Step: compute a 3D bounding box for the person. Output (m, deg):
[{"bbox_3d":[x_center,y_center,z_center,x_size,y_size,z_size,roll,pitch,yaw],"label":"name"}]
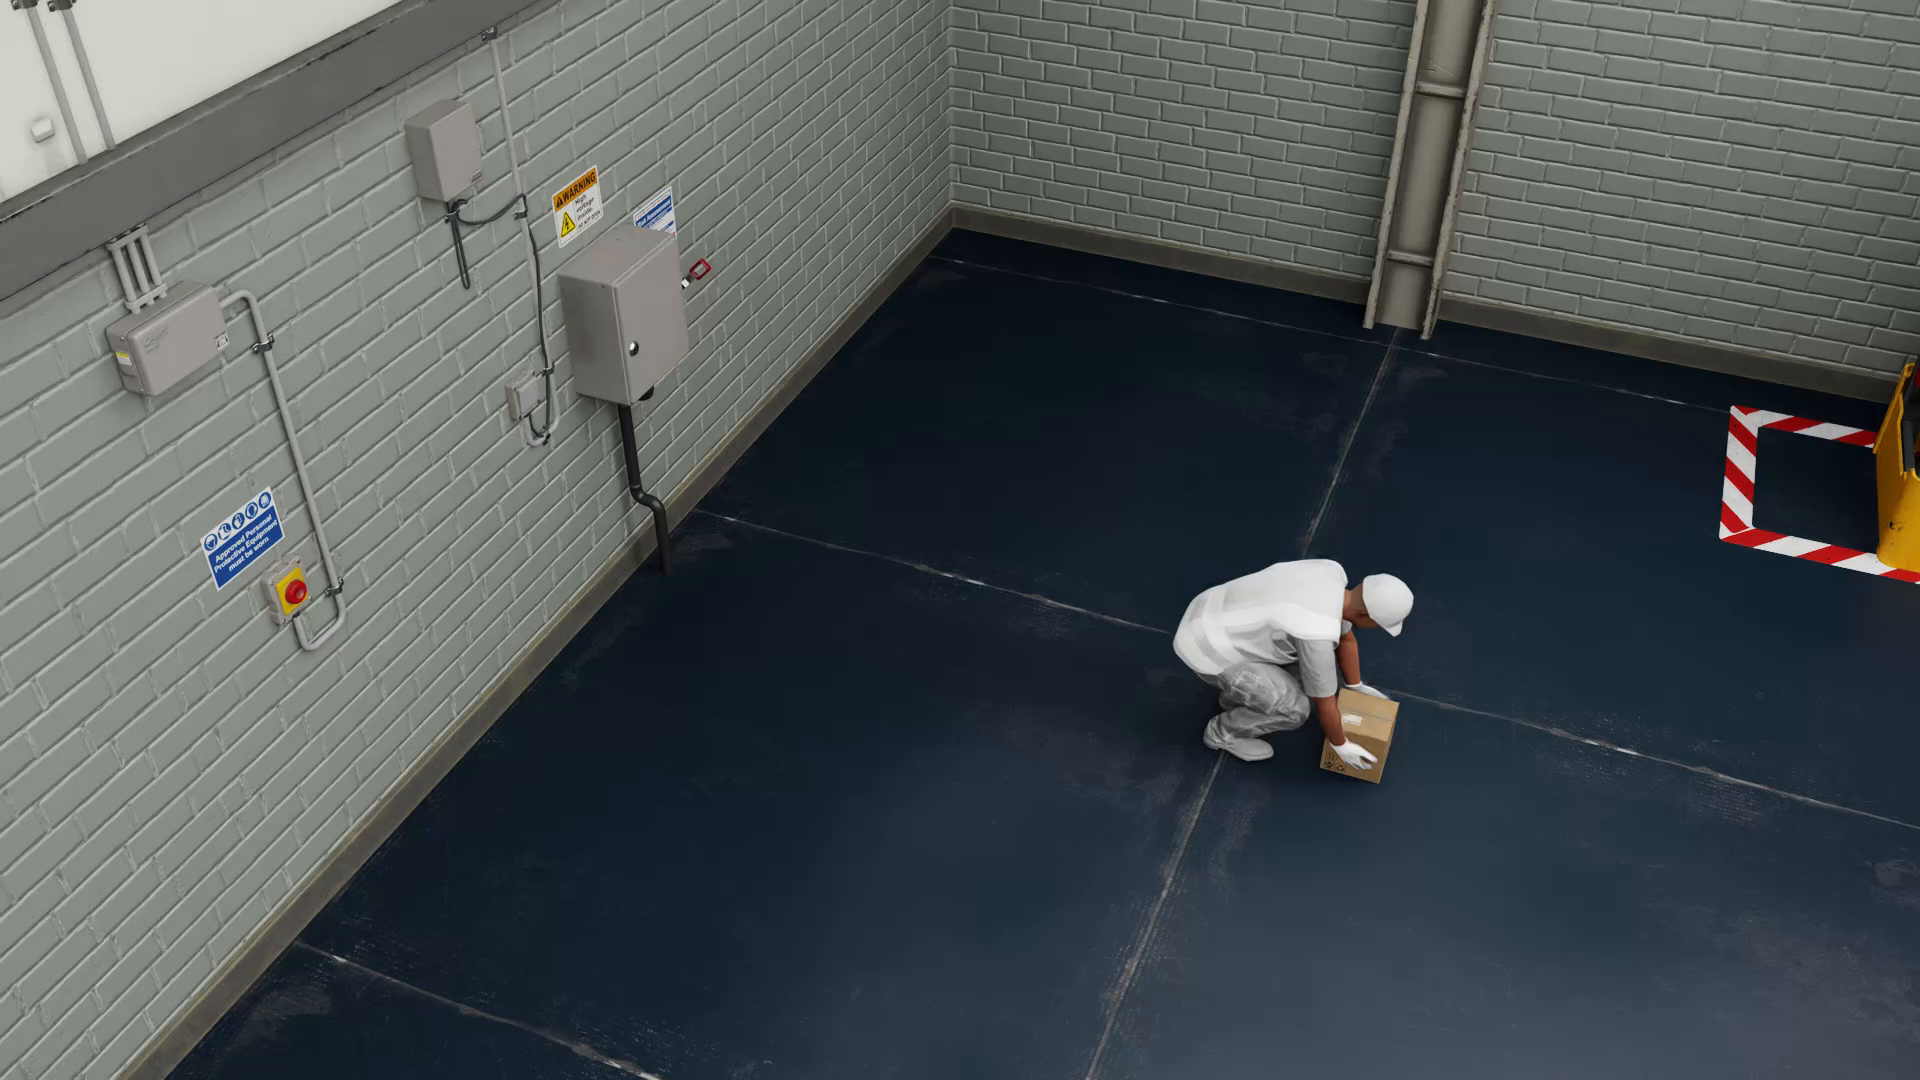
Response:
[{"bbox_3d":[1.360,0.463,6.911,0.911,0.921,0.576,14,39,18],"label":"person"}]
